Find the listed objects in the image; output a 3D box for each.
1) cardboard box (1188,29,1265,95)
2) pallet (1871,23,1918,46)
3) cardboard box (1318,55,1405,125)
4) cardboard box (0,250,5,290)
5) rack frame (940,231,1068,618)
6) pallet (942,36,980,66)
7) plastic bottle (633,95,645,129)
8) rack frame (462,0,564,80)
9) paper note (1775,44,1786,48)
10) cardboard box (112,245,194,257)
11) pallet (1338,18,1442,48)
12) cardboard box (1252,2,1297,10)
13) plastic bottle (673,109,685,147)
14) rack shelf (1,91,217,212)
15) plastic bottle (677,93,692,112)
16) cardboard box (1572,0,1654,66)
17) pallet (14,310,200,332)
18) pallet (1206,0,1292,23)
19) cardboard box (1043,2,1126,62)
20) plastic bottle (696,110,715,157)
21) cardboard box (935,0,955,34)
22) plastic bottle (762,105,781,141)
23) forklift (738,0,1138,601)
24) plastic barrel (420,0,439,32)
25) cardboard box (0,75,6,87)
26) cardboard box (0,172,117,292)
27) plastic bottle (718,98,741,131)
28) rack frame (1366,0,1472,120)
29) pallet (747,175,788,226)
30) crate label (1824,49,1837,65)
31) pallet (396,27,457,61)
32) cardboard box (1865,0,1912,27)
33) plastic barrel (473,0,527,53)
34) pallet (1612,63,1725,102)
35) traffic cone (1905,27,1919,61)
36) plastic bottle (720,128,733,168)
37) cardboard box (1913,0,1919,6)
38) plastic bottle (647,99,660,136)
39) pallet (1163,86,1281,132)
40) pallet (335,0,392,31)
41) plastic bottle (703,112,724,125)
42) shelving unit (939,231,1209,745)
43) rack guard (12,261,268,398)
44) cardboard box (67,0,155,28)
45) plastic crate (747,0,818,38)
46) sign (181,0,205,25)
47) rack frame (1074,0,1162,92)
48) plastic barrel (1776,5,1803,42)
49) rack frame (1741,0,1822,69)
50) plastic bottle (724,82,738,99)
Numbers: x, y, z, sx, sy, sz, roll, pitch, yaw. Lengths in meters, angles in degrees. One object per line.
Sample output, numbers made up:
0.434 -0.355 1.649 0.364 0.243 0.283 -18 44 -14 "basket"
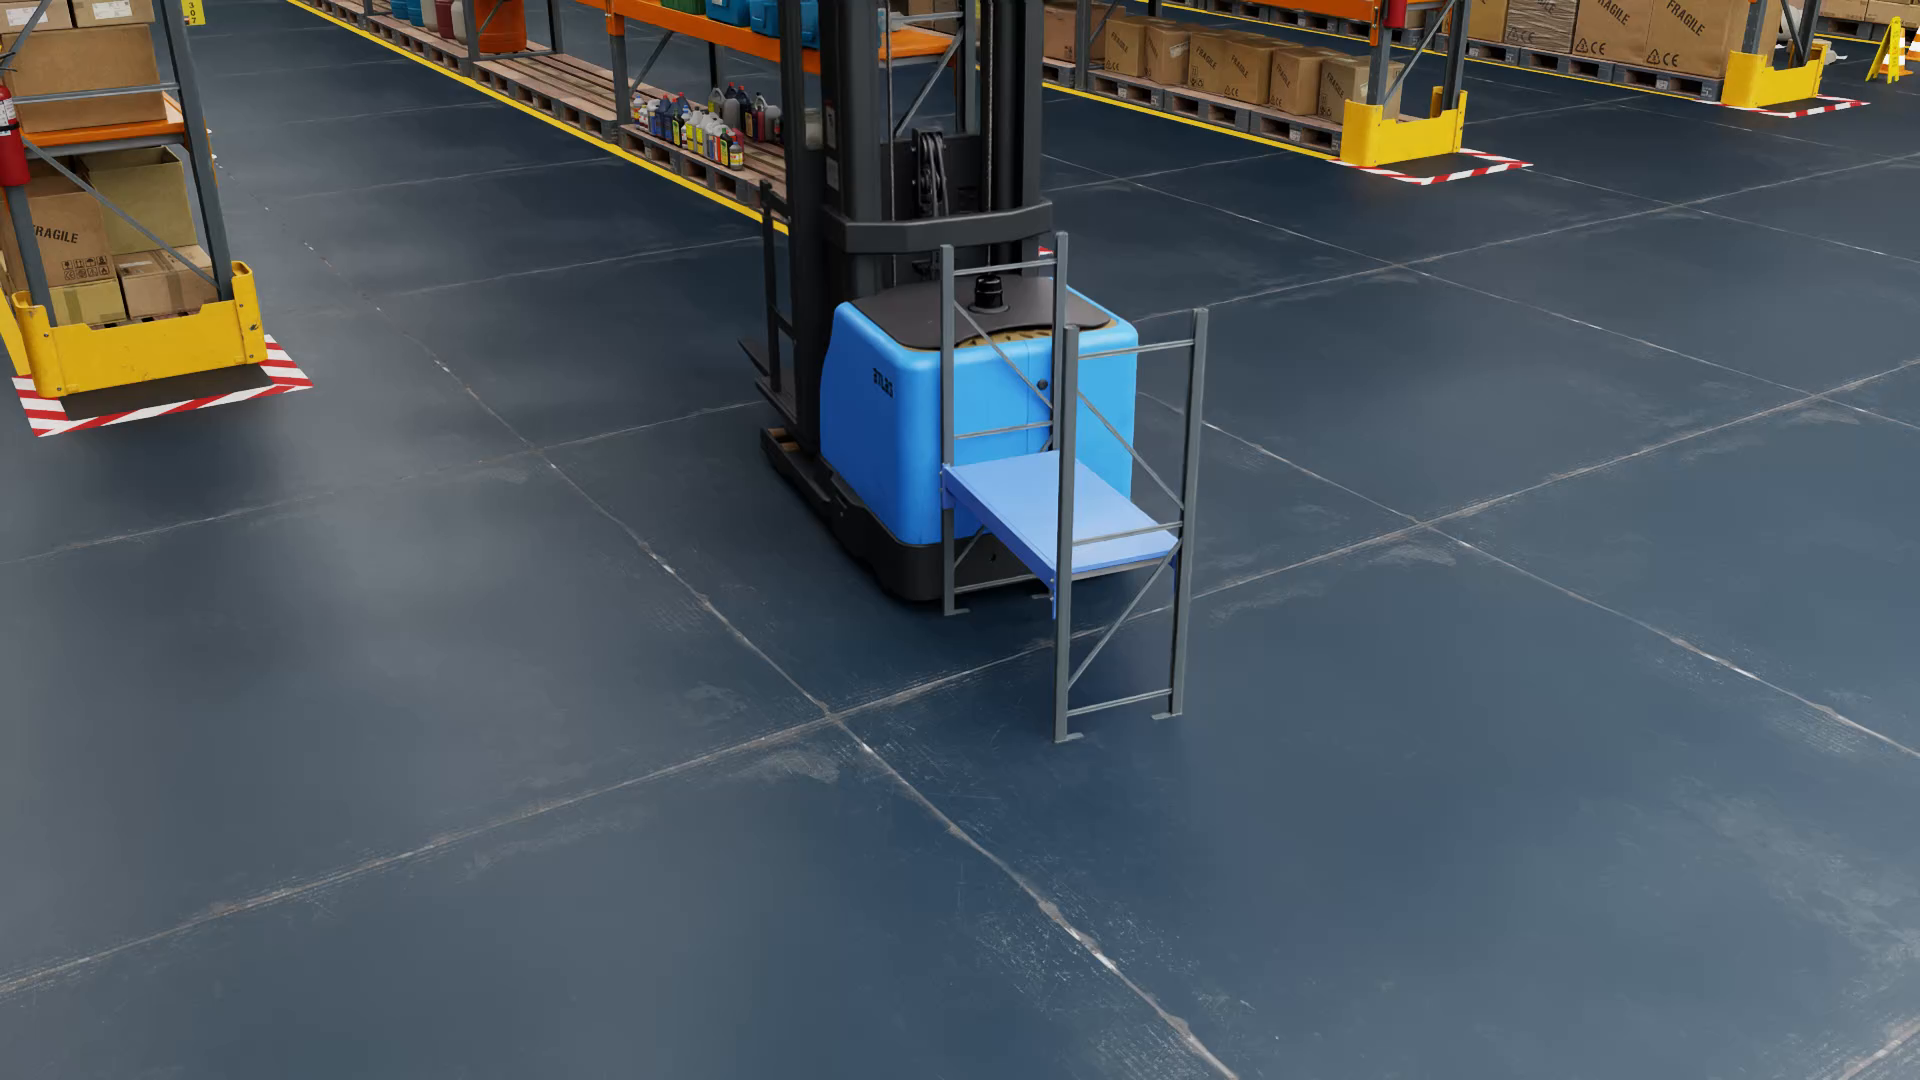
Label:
2.530 -4.546 15.802 0.500 0.500 0.500 -19 31 -34 "cardboard box"
11.653 -5.989 19.690 1.003 0.211 1.213 -16 29 -30 "pallet"
3.478 -3.902 14.437 0.500 0.500 0.500 -10 27 -20 "cardboard box"
-5.595 -1.732 10.133 0.500 0.250 0.500 -16 29 -30 "cardboard box"
0.163 -0.418 6.378 0.500 1.500 0.032 -10 27 -20 "rack frame"
0.525 -5.500 18.652 1.003 0.211 1.213 -16 29 -30 "pallet"
-2.722 -3.640 14.128 0.097 0.271 0.097 0 25 0 "plastic bottle"
-4.712 -6.322 17.128 1.000 3.000 0.127 -16 29 -30 "rack frame"
9.586 -5.790 19.492 0.148 0.019 0.142 -6 26 -12 "paper note"
-4.880 -1.676 10.015 0.500 0.250 0.500 -16 29 -30 "cardboard box"
5.348 -6.163 20.057 1.003 0.211 1.213 -16 29 -30 "pallet"
4.386 -7.218 21.169 1.050 0.750 0.750 -15 29 -29 "cardboard box"
-2.277 -3.340 13.478 0.061 0.283 0.133 -14 29 -27 "plastic bottle"
-5.589 -2.698 10.293 1.077 0.370 4.000 -16 29 -30 "rack shelf"
-2.315 -3.541 13.824 0.144 0.351 0.185 -16 29 -30 "plastic bottle"
7.108 -5.505 17.395 0.875 0.875 0.875 -16 30 -30 "cardboard box"
-4.950 -1.310 9.779 1.003 0.211 1.213 -16 29 -30 "pallet"
4.016 -7.036 21.906 1.003 0.211 1.213 -16 29 -30 "pallet"
1.304 -5.339 17.458 0.700 0.500 0.500 -18 31 -33 "cardboard box"
-1.999 -3.221 13.147 0.144 0.351 0.185 -14 29 -27 "plastic bottle"
0.134 -6.114 19.101 0.700 0.500 0.500 -18 31 -34 "cardboard box"
-1.569 -3.452 13.724 0.152 0.276 0.135 -15 29 -29 "plastic bottle"
-0.316 -1.688 7.392 1.130 2.935 3.031 -10 27 -20 "forklift"
-5.993 -6.143 19.171 0.421 0.512 0.421 0 25 0 "plastic barrel"
-5.032 -2.710 9.359 0.700 0.500 0.500 -15 29 -28 "cardboard box"
-5.039 -1.716 9.221 0.500 0.500 0.500 -16 29 -30 "cardboard box"
-1.941 -3.583 14.002 0.152 0.276 0.135 -16 29 -30 "plastic bottle"
3.805 -4.615 13.512 1.000 3.000 0.127 -16 29 -30 "rack frame"
-0.865 -2.508 12.315 1.003 0.211 1.213 -16 29 -30 "pallet"
9.567 -5.369 18.464 0.298 0.136 0.250 12 28 24 "crate label"
-5.839 -5.769 19.224 1.003 0.211 1.213 -16 29 -30 "pallet"
11.165 -6.284 19.778 0.500 0.250 0.500 -15 29 -29 "cardboard box"
-4.994 -5.702 17.864 0.600 0.830 0.708 -16 29 -30 "plastic barrel"
7.514 -4.741 17.047 1.003 0.211 1.213 -16 29 -30 "pallet"
10.792 -5.630 18.635 0.336 0.463 0.334 -16 29 -30 "traffic cone"
-1.794 -3.024 12.808 0.061 0.283 0.133 -15 29 -28 "plastic bottle"
11.452 -6.436 19.220 0.500 0.500 0.500 -15 29 -29 "cardboard box"
-2.522 -3.533 13.896 0.152 0.276 0.135 -14 29 -28 "plastic bottle"
2.688 -4.116 15.721 1.003 0.211 1.213 -16 29 -30 "pallet"
-7.330 -6.746 21.292 1.003 0.211 1.213 -16 29 -30 "pallet"
-1.990 -3.297 13.396 0.152 0.276 0.135 -16 29 -30 "plastic bottle"
0.358 -0.217 5.953 0.538 1.500 1.048 -10 27 -20 "shelving unit"
-4.484 -1.169 9.140 1.175 0.500 0.348 -16 29 -30 "rack guard"
-4.531 -2.837 8.868 0.380 0.149 0.250 -16 30 -30 "cardboard box"
-1.219 -3.736 11.825 0.499 0.251 0.408 -16 29 -30 "plastic crate"
-4.029 -2.862 8.692 0.100 0.325 0.005 -16 29 -30 "sign"
1.621 -6.046 16.543 1.000 3.000 0.127 -16 29 -30 "rack frame"
9.712 -6.145 19.772 0.512 0.421 0.421 3 25 6 "plastic barrel"
8.016 -5.735 15.884 1.000 3.000 0.127 -16 29 -30 "rack frame"
-1.936 -3.729 14.224 0.144 0.351 0.185 -16 30 -31 "plastic bottle"
